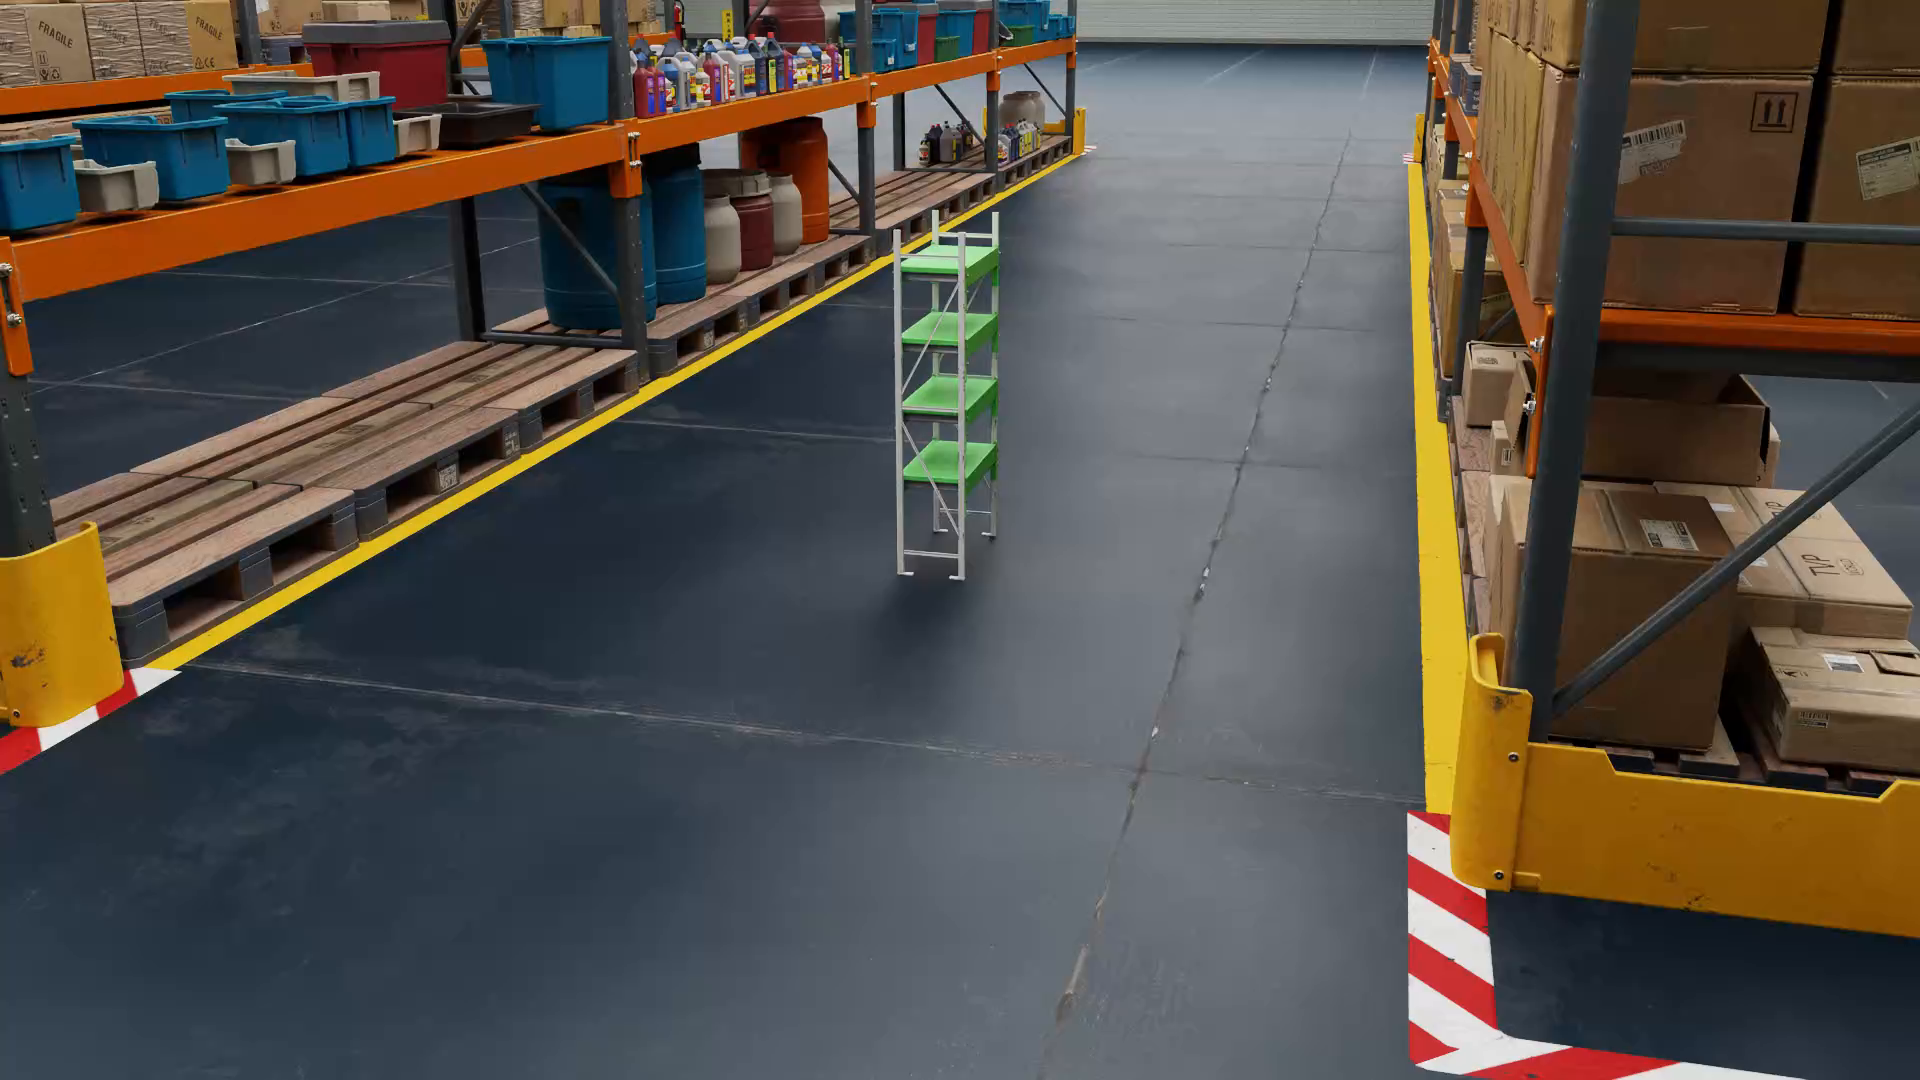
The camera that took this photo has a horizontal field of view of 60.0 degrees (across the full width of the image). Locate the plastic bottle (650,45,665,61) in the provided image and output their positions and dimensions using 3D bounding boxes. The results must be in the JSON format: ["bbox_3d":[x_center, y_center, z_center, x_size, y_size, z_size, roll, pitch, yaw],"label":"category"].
[{"bbox_3d":[-1.874,-2.901,10.231,0.152,0.276,0.135,5,19,13],"label":"plastic bottle"}]

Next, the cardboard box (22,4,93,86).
[{"bbox_3d":[-6.175,-3.290,11.025,0.500,0.500,0.500,5,19,14],"label":"cardboard box"}]

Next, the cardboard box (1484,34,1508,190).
[{"bbox_3d":[2.074,-1.450,5.637,0.500,0.500,0.500,5,19,13],"label":"cardboard box"}]

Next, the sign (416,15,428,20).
[{"bbox_3d":[-2.626,-2.426,8.220,0.100,0.325,0.005,5,19,13],"label":"sign"}]

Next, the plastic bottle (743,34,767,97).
[{"bbox_3d":[-1.237,-2.816,9.867,0.144,0.351,0.185,5,19,13],"label":"plastic bottle"}]

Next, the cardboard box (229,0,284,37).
[{"bbox_3d":[-5.826,-4.314,13.372,0.500,0.500,0.500,2,19,7],"label":"cardboard box"}]

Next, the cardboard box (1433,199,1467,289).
[{"bbox_3d":[3.048,-1.696,9.698,0.500,0.500,0.500,4,19,13],"label":"cardboard box"}]

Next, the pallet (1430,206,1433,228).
[{"bbox_3d":[4.522,-2.812,14.094,1.003,0.211,1.213,5,19,13],"label":"pallet"}]

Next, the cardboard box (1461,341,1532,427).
[{"bbox_3d":[2.397,-0.679,7.015,0.500,0.311,0.500,5,19,13],"label":"cardboard box"}]

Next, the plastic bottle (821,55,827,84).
[{"bbox_3d":[-0.927,-3.112,10.966,0.097,0.201,0.097,0,19,0],"label":"plastic bottle"}]

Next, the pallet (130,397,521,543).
[{"bbox_3d":[-2.531,-0.314,6.780,1.003,0.211,1.213,5,19,13],"label":"pallet"}]

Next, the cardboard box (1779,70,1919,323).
[{"bbox_3d":[2.096,-0.770,3.647,0.500,0.500,0.500,5,20,15],"label":"cardboard box"}]

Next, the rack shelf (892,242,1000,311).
[{"bbox_3d":[-0.040,-0.910,5.707,0.258,0.148,0.480,5,19,13],"label":"rack shelf"}]

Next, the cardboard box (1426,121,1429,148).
[{"bbox_3d":[5.294,-4.366,17.935,0.500,0.250,0.500,5,19,13],"label":"cardboard box"}]

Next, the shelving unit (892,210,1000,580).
[{"bbox_3d":[-0.040,-0.516,5.842,0.258,1.200,0.503,5,19,13],"label":"shelving unit"}]

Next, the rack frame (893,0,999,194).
[{"bbox_3d":[-0.139,-4.758,15.477,1.000,3.000,0.127,5,19,13],"label":"rack frame"}]

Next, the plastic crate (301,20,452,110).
[{"bbox_3d":[-2.555,-2.049,7.354,0.402,0.464,0.583,5,19,13],"label":"plastic crate"}]

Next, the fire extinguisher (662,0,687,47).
[{"bbox_3d":[-3.489,-6.366,20.304,0.296,0.674,0.183,5,19,13],"label":"fire extinguisher"}]

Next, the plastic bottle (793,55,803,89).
[{"bbox_3d":[-1.046,-2.960,10.519,0.097,0.201,0.097,0,19,0],"label":"plastic bottle"}]

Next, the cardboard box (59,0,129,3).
[{"bbox_3d":[-6.275,-3.986,11.509,0.797,0.503,0.637,5,20,15],"label":"cardboard box"}]

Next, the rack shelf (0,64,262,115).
[{"bbox_3d":[-6.407,-2.928,11.233,1.077,0.370,4.000,5,19,13],"label":"rack shelf"}]

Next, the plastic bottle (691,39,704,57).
[{"bbox_3d":[-1.725,-3.156,10.966,0.061,0.283,0.133,5,19,13],"label":"plastic bottle"}]

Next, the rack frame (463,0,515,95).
[{"bbox_3d":[-4.941,-5.149,16.622,1.000,3.000,0.127,5,19,13],"label":"rack frame"}]

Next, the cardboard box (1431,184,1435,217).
[{"bbox_3d":[3.950,-2.674,12.981,0.500,0.250,0.500,5,19,14],"label":"cardboard box"}]

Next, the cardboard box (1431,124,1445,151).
[{"bbox_3d":[4.321,-3.419,14.292,0.500,0.311,0.500,5,19,14],"label":"cardboard box"}]

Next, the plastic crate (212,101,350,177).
[{"bbox_3d":[-2.369,-1.410,5.841,0.416,0.233,0.300,5,19,13],"label":"plastic crate"}]

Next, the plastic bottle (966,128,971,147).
[{"bbox_3d":[0.068,-4.320,17.842,0.097,0.201,0.097,0,19,0],"label":"plastic bottle"}]

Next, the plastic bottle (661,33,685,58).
[{"bbox_3d":[-1.736,-2.917,10.162,0.144,0.351,0.185,5,19,13],"label":"plastic bottle"}]

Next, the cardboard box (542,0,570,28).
[{"bbox_3d":[-4.615,-5.627,17.407,0.875,0.500,0.500,5,19,13],"label":"cardboard box"}]

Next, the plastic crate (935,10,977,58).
[{"bbox_3d":[-0.106,-4.380,14.395,0.392,0.384,0.575,5,19,13],"label":"plastic crate"}]

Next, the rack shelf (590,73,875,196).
[{"bbox_3d":[-1.605,-2.537,10.087,1.077,0.370,4.000,5,19,13],"label":"rack shelf"}]

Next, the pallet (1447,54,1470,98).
[{"bbox_3d":[3.589,-2.803,10.050,1.213,0.211,1.003,5,19,13],"label":"pallet"}]

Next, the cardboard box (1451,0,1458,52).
[{"bbox_3d":[4.889,-4.718,15.206,0.700,0.500,0.500,4,19,13],"label":"cardboard box"}]

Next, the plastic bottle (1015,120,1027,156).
[{"bbox_3d":[0.611,-4.125,17.042,0.144,0.351,0.185,5,19,13],"label":"plastic bottle"}]

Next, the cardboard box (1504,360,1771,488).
[{"bbox_3d":[2.255,-0.296,5.594,0.797,0.503,0.637,5,19,13],"label":"cardboard box"}]

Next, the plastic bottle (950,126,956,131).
[{"bbox_3d":[-0.091,-4.114,17.124,0.152,0.276,0.135,5,19,14],"label":"plastic bottle"}]

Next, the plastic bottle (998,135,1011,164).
[{"bbox_3d":[0.417,-3.846,16.340,0.152,0.276,0.135,5,20,15],"label":"plastic bottle"}]

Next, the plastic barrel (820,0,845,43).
[{"bbox_3d":[-1.072,-3.896,12.782,0.421,0.512,0.421,0,19,0],"label":"plastic barrel"}]

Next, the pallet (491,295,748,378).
[{"bbox_3d":[-1.864,-1.169,9.285,1.003,0.211,1.213,5,19,13],"label":"pallet"}]

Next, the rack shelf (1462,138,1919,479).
[{"bbox_3d":[2.221,-0.891,5.268,1.077,0.370,4.000,5,19,13],"label":"rack shelf"}]

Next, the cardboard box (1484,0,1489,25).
[{"bbox_3d":[2.321,-2.253,6.442,0.500,0.500,0.500,5,20,15],"label":"cardboard box"}]

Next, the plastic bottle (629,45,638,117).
[{"bbox_3d":[-1.683,-2.325,8.429,0.144,0.351,0.185,5,19,13],"label":"plastic bottle"}]

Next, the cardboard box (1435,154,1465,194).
[{"bbox_3d":[3.696,-2.622,11.960,0.500,0.311,0.500,4,19,13],"label":"cardboard box"}]

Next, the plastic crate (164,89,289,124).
[{"bbox_3d":[-2.817,-1.610,6.426,0.416,0.233,0.300,5,19,13],"label":"plastic crate"}]

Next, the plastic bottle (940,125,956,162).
[{"bbox_3d":[-0.121,-3.926,16.458,0.144,0.351,0.185,5,19,13],"label":"plastic bottle"}]

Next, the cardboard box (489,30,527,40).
[{"bbox_3d":[-4.597,-5.074,16.790,0.380,0.149,0.250,5,19,13],"label":"cardboard box"}]

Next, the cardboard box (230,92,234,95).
[{"bbox_3d":[-9.064,-5.526,20.362,0.875,0.875,0.875,4,19,13],"label":"cardboard box"}]

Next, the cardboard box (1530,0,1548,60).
[{"bbox_3d":[1.697,-1.445,4.075,0.500,0.500,0.500,5,20,15],"label":"cardboard box"}]

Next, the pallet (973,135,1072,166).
[{"bbox_3d":[0.662,-4.410,18.773,1.003,0.211,1.213,5,19,13],"label":"pallet"}]

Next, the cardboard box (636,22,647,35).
[{"bbox_3d":[-3.906,-6.018,19.553,0.380,0.149,0.250,5,19,13],"label":"cardboard box"}]

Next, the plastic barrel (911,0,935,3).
[{"bbox_3d":[-0.527,-4.898,15.111,0.600,0.901,0.708,5,19,13],"label":"plastic barrel"}]

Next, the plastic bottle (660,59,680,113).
[{"bbox_3d":[-1.523,-2.381,8.716,0.097,0.271,0.097,0,19,0],"label":"plastic bottle"}]

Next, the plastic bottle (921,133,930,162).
[{"bbox_3d":[-0.341,-3.858,16.363,0.061,0.283,0.133,6,20,16],"label":"plastic bottle"}]

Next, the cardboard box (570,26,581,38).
[{"bbox_3d":[-4.316,-5.468,17.943,0.380,0.149,0.250,5,19,13],"label":"cardboard box"}]

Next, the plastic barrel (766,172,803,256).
[{"bbox_3d":[-1.270,-2.187,11.149,0.421,0.512,0.421,0,19,0],"label":"plastic barrel"}]

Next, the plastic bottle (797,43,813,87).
[{"bbox_3d":[-0.998,-3.054,10.687,0.097,0.271,0.097,0,19,0],"label":"plastic bottle"}]

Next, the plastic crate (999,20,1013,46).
[{"bbox_3d":[0.113,-4.883,15.938,0.767,0.338,0.504,5,19,13],"label":"plastic crate"}]
